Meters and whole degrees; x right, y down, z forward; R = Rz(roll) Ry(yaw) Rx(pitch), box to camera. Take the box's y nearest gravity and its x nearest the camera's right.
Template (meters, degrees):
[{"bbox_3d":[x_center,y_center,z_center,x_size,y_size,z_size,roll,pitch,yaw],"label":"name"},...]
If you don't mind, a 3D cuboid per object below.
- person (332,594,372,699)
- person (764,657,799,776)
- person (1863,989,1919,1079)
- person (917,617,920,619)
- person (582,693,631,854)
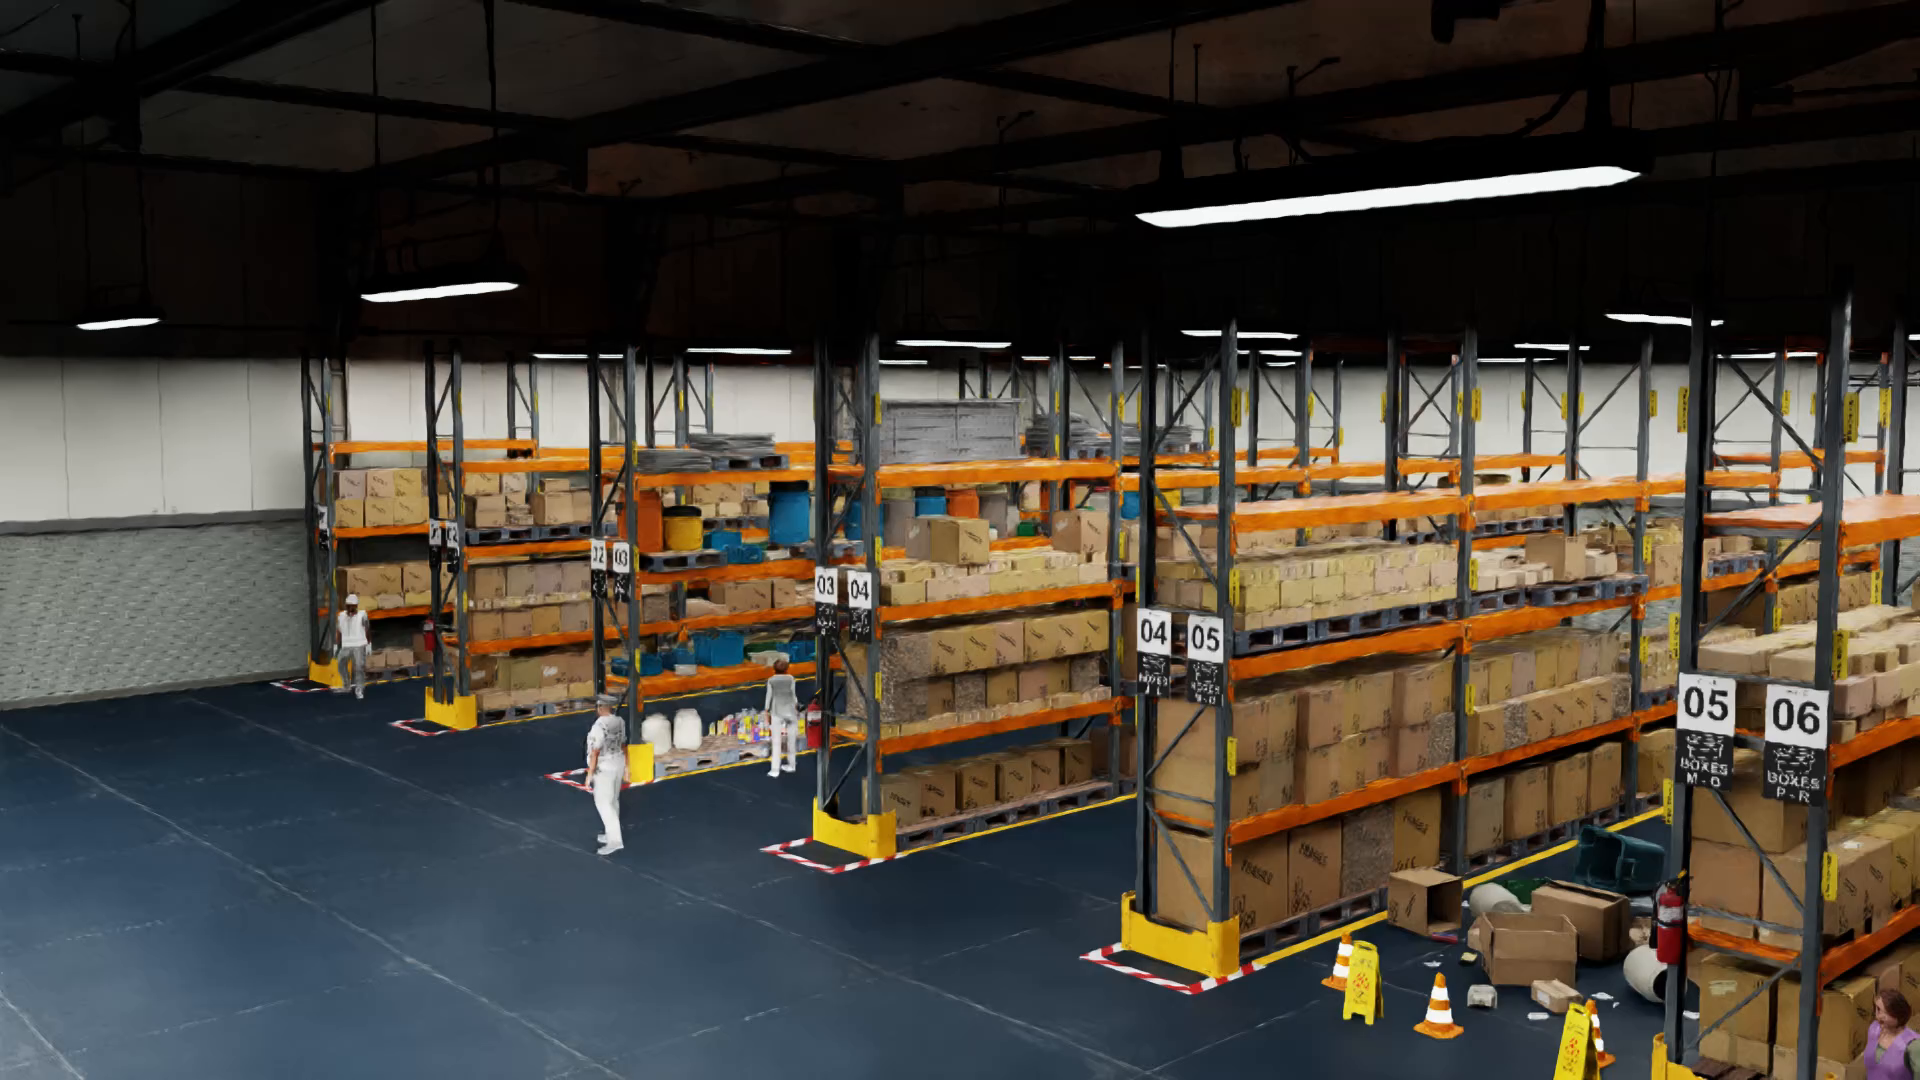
[{"bbox_3d":[-10.392,1.796,28.279,0.740,1.775,0.504,0,5,4],"label":"person"},{"bbox_3d":[-2.414,2.378,22.503,0.467,1.599,0.453,-1,5,-11],"label":"person"},{"bbox_3d":[5.755,3.490,10.167,0.848,1.542,0.440,-2,6,-25],"label":"person"},{"bbox_3d":[-1.031,1.634,30.369,0.571,1.708,1.035,4,6,39],"label":"person"},{"bbox_3d":[-4.021,2.635,18.922,0.529,1.745,0.746,2,5,18],"label":"person"}]
